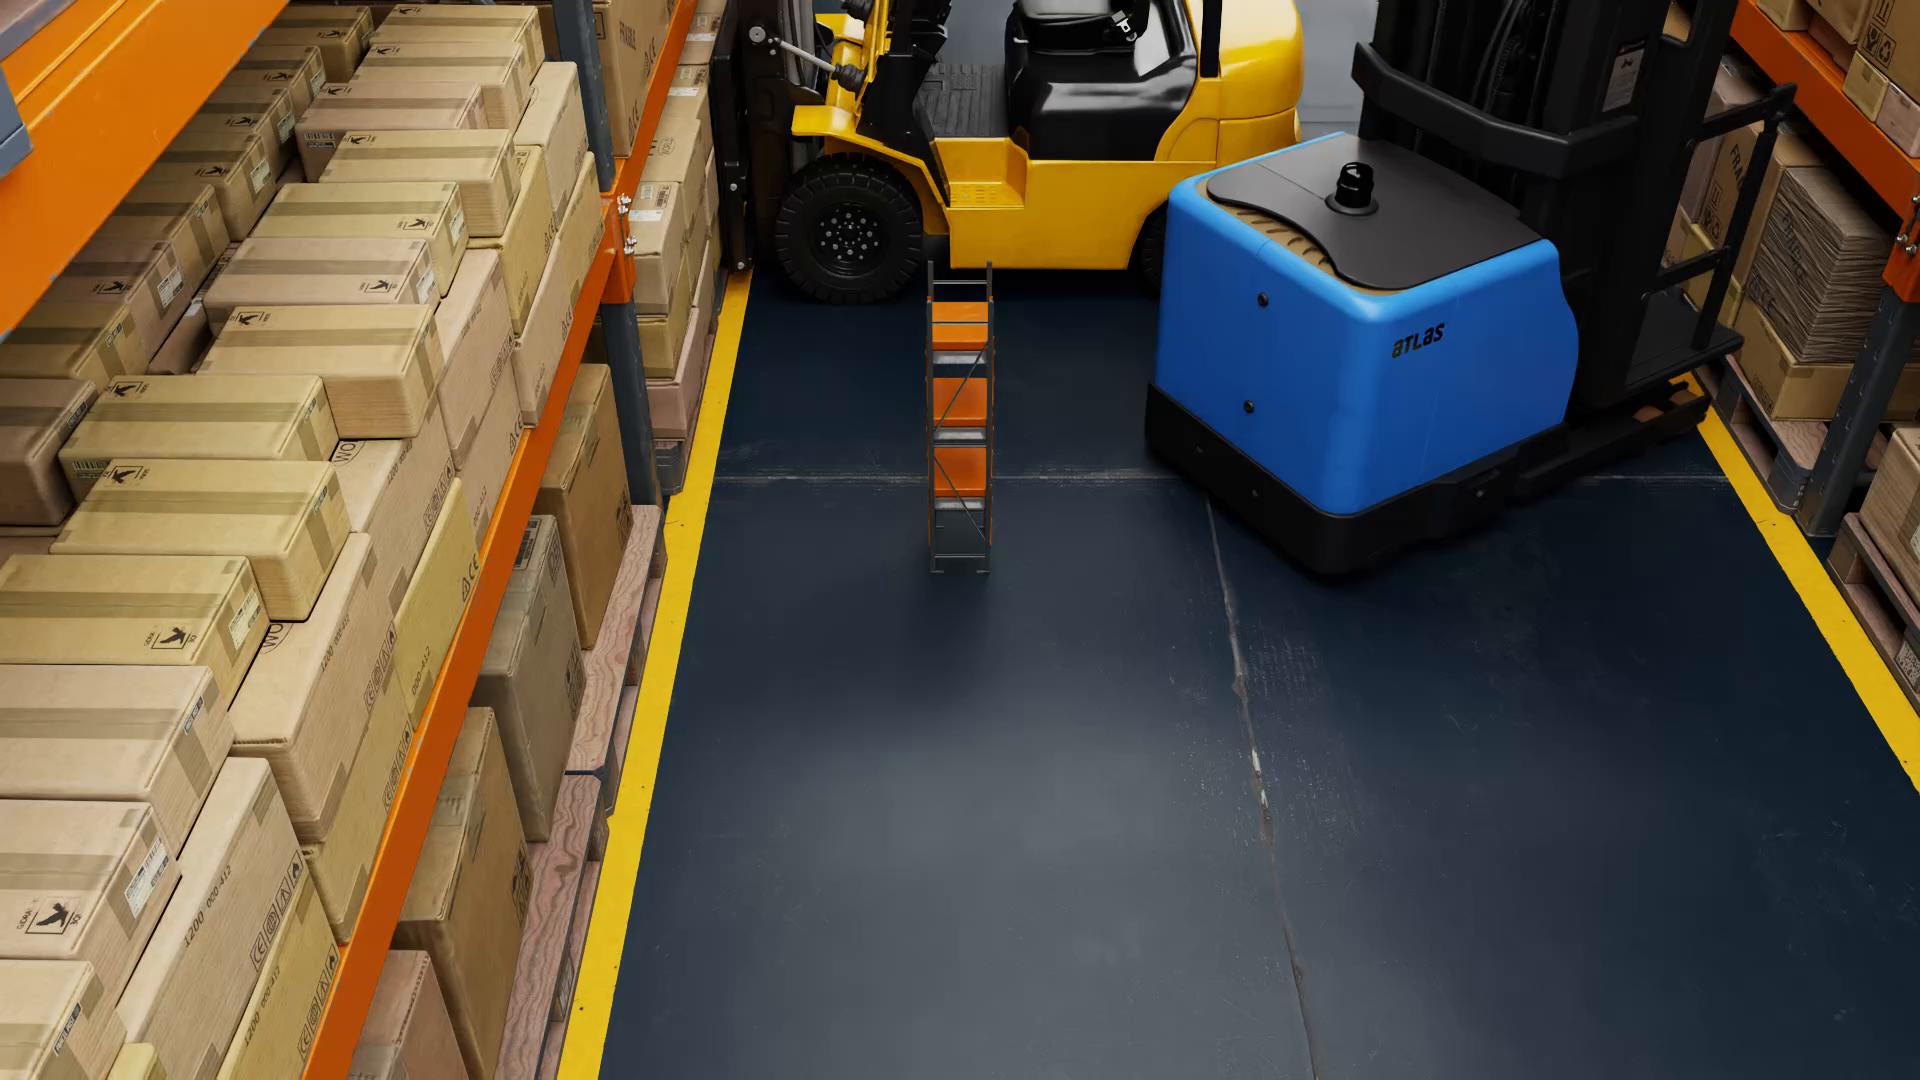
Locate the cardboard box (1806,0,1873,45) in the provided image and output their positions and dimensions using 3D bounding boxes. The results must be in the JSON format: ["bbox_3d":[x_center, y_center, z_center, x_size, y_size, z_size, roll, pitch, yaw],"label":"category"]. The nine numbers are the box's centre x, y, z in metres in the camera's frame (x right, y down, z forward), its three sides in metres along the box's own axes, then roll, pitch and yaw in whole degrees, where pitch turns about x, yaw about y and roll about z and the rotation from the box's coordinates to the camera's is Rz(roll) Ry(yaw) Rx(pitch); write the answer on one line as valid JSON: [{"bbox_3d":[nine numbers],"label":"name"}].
[{"bbox_3d":[3.172,-1.966,5.487,0.500,0.500,0.500,1,39,1],"label":"cardboard box"}]

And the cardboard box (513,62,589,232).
[{"bbox_3d":[-1.279,-1.035,4.363,0.500,0.250,0.500,-1,39,-1],"label":"cardboard box"}]

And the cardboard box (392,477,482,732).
[{"bbox_3d":[-1.289,0.116,3.327,0.500,0.250,0.500,1,39,1],"label":"cardboard box"}]

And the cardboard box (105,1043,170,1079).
[{"bbox_3d":[-1.262,0.882,1.972,0.500,0.250,0.500,0,39,0],"label":"cardboard box"}]

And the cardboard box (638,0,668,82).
[{"bbox_3d":[-1.292,-1.848,5.578,0.500,0.500,0.500,1,39,1],"label":"cardboard box"}]

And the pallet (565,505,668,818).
[{"bbox_3d":[-1.495,0.343,5.153,1.003,0.211,1.213,0,39,0],"label":"pallet"}]

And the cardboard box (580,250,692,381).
[{"bbox_3d":[-1.227,-0.794,5.806,0.500,0.250,0.500,0,39,0],"label":"cardboard box"}]

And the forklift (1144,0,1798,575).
[{"bbox_3d":[2.197,-1.731,5.567,3.031,2.935,1.130,-22,44,-25],"label":"forklift"}]

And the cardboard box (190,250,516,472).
[{"bbox_3d":[-1.276,-0.394,3.563,0.500,0.250,0.500,1,39,1],"label":"cardboard box"}]

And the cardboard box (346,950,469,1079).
[{"bbox_3d":[-1.526,1.260,3.342,0.875,0.625,0.625,1,39,1],"label":"cardboard box"}]

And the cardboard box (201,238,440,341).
[{"bbox_3d":[-1.282,-0.485,3.358,0.380,0.149,0.250,0,39,0],"label":"cardboard box"}]

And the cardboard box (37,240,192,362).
[{"bbox_3d":[-1.801,-0.481,3.352,0.380,0.149,0.250,0,39,0],"label":"cardboard box"}]

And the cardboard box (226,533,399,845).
[{"bbox_3d":[-1.269,0.241,2.771,0.500,0.250,0.500,-1,39,-1],"label":"cardboard box"}]

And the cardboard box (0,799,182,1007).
[{"bbox_3d":[-1.264,0.476,2.158,0.380,0.149,0.250,1,39,1],"label":"cardboard box"}]

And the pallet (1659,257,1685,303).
[{"bbox_3d":[3.388,-1.308,7.214,1.003,0.211,1.213,0,39,0],"label":"pallet"}]

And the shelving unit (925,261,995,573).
[{"bbox_3d":[0.000,-0.376,5.380,0.215,1.050,0.252,0,39,0],"label":"shelving unit"}]

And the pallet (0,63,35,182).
[{"bbox_3d":[-1.621,-0.225,1.385,1.213,0.211,1.003,2,39,2],"label":"pallet"}]

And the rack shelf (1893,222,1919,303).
[{"bbox_3d":[3.431,0.320,3.527,1.077,0.370,4.000,0,39,0],"label":"rack shelf"}]

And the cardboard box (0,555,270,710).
[{"bbox_3d":[-1.307,0.156,2.558,0.380,0.149,0.250,0,39,0],"label":"cardboard box"}]

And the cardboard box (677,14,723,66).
[{"bbox_3d":[-1.217,-1.949,6.846,0.500,0.250,0.500,-1,39,-1],"label":"cardboard box"}]

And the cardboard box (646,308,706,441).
[{"bbox_3d":[-1.204,-0.599,5.962,0.500,0.250,0.500,0,39,0],"label":"cardboard box"}]

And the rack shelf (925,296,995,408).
[{"bbox_3d":[0.000,-0.589,5.209,0.215,0.259,0.240,0,39,0],"label":"rack shelf"}]

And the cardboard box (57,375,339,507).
[{"bbox_3d":[-1.345,-0.166,2.959,0.380,0.149,0.250,0,39,0],"label":"cardboard box"}]

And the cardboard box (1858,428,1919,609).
[{"bbox_3d":[3.432,-0.022,5.144,0.950,0.372,0.625,0,39,1],"label":"cardboard box"}]

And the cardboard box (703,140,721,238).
[{"bbox_3d":[-1.218,-1.424,6.591,0.500,0.250,0.500,0,39,0],"label":"cardboard box"}]

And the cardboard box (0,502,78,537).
[{"bbox_3d":[-1.802,-0.069,3.158,0.500,0.250,0.500,-1,39,-1],"label":"cardboard box"}]

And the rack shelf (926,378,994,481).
[{"bbox_3d":[0.000,-0.368,5.387,0.215,0.259,0.240,0,39,0],"label":"rack shelf"}]

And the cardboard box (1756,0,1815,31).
[{"bbox_3d":[3.119,-1.950,5.985,0.380,0.149,0.250,-1,39,-1],"label":"cardboard box"}]

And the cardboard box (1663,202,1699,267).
[{"bbox_3d":[3.153,-1.323,6.865,0.500,0.250,0.500,1,39,1],"label":"cardboard box"}]

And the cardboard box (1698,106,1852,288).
[{"bbox_3d":[3.157,-1.283,6.216,0.500,0.500,0.500,1,39,1],"label":"cardboard box"}]

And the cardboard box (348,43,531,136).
[{"bbox_3d":[-1.294,-1.123,4.154,0.380,0.149,0.250,-1,39,-1],"label":"cardboard box"}]

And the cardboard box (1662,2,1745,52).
[{"bbox_3d":[3.146,-1.936,7.031,0.500,0.500,0.500,1,39,1],"label":"cardboard box"}]

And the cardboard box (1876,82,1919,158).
[{"bbox_3d":[3.123,-1.314,5.192,0.380,0.149,0.250,0,39,-1],"label":"cardboard box"}]

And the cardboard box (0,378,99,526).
[{"bbox_3d":[-1.754,-0.160,2.952,0.380,0.149,0.250,1,39,1],"label":"cardboard box"}]

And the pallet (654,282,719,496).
[{"bbox_3d":[-1.494,-0.615,6.348,1.003,0.211,1.213,0,39,0],"label":"pallet"}]

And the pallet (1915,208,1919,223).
[{"bbox_3d":[3.284,-0.659,4.327,1.003,0.211,1.213,0,39,0],"label":"pallet"}]

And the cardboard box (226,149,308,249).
[{"bbox_3d":[-1.800,-0.710,3.958,0.500,0.250,0.500,0,39,-1],"label":"cardboard box"}]

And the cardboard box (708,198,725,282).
[{"bbox_3d":[-1.237,-1.238,6.759,0.500,0.250,0.500,1,39,1],"label":"cardboard box"}]

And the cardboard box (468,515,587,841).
[{"bbox_3d":[-1.530,0.369,4.454,0.875,0.625,0.625,0,39,0],"label":"cardboard box"}]

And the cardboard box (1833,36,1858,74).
[{"bbox_3d":[3.194,-1.634,5.591,0.380,0.149,0.250,0,39,0],"label":"cardboard box"}]

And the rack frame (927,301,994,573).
[{"bbox_3d":[0.000,-0.300,5.285,0.200,1.050,0.008,0,39,0],"label":"rack frame"}]

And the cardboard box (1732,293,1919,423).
[{"bbox_3d":[3.159,-0.672,6.053,0.500,0.250,0.500,2,39,2],"label":"cardboard box"}]

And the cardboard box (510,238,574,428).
[{"bbox_3d":[-1.267,-0.518,4.117,0.500,0.250,0.500,0,39,0],"label":"cardboard box"}]

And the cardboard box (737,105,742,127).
[{"bbox_3d":[-1.215,-2.052,7.376,0.500,0.250,0.500,-1,39,-1],"label":"cardboard box"}]

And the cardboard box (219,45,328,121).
[{"bbox_3d":[-1.801,-1.110,4.138,0.380,0.149,0.250,-1,39,-2],"label":"cardboard box"}]

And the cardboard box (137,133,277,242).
[{"bbox_3d":[-1.781,-0.794,3.744,0.380,0.149,0.250,0,39,0],"label":"cardboard box"}]

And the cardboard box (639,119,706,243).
[{"bbox_3d":[-1.212,-1.309,6.048,0.500,0.250,0.500,0,39,0],"label":"cardboard box"}]

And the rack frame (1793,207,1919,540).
[{"bbox_3d":[3.429,-1.212,4.863,1.000,3.000,0.127,0,39,0],"label":"rack frame"}]

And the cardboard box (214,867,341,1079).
[{"bbox_3d":[-1.282,0.762,2.520,0.500,0.250,0.500,-1,39,-1],"label":"cardboard box"}]

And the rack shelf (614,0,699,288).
[{"bbox_3d":[-1.537,-2.176,6.641,1.077,0.370,4.000,0,39,0],"label":"rack shelf"}]

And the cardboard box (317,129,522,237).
[{"bbox_3d":[-1.214,-0.806,3.758,0.380,0.149,0.250,-1,39,-1],"label":"cardboard box"}]

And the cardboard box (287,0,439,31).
[{"bbox_3d":[-1.806,-1.525,5.175,0.500,0.500,0.500,0,39,0],"label":"cardboard box"}]
